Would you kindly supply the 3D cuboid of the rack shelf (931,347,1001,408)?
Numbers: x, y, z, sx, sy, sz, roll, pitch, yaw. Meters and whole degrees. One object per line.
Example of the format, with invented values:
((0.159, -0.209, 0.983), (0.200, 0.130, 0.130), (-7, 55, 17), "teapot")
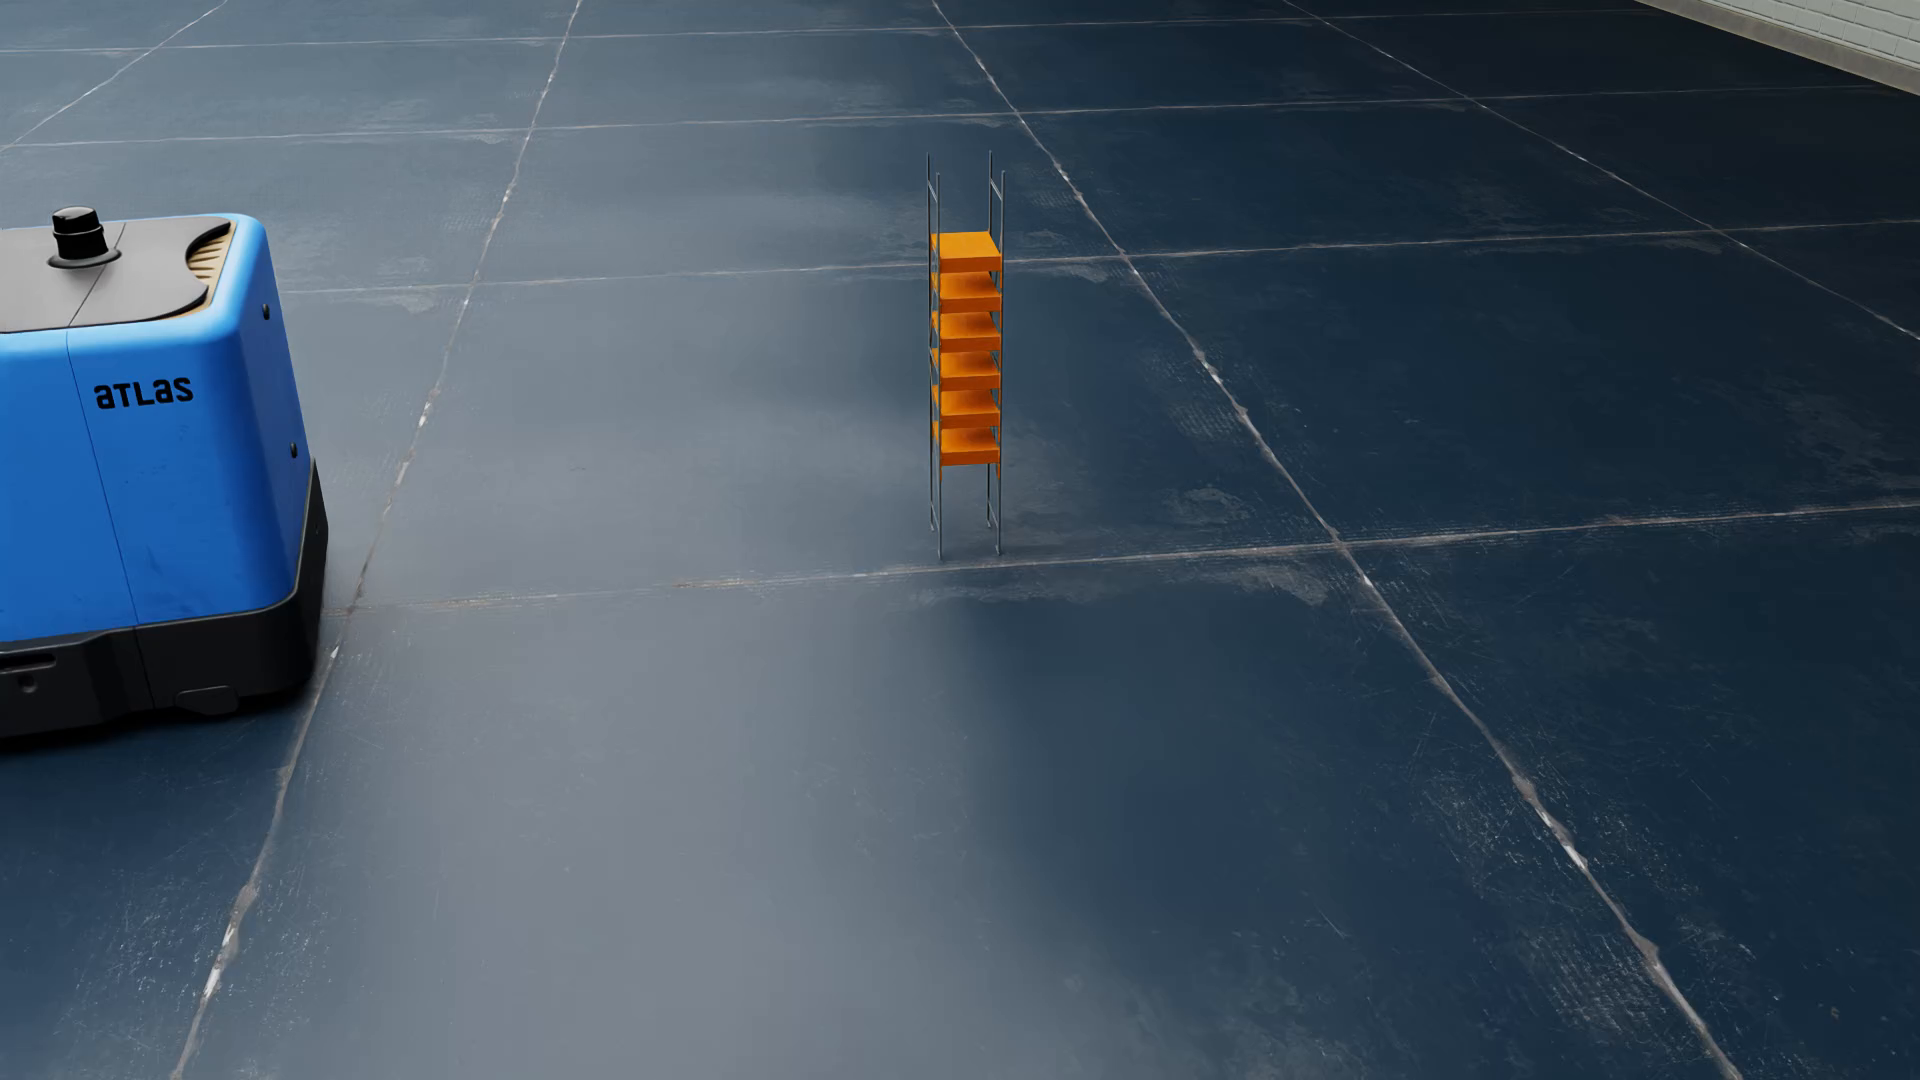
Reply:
((0.014, -0.495, 4.998), (0.180, 0.103, 0.258), (-4, 27, -7), "rack shelf")

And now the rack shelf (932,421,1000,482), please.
((0.014, -0.282, 5.108), (0.180, 0.103, 0.258), (-4, 27, -7), "rack shelf")

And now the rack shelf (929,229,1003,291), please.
((0.014, -0.816, 4.834), (0.180, 0.103, 0.258), (-4, 27, -7), "rack shelf")

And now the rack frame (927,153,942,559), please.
((-0.076, -0.529, 4.967), (0.006, 1.200, 0.240), (-4, 27, -7), "rack frame")

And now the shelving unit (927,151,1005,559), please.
((0.014, -0.535, 4.978), (0.189, 1.200, 0.258), (-4, 27, -7), "shelving unit")

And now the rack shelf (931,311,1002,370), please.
((0.014, -0.602, 4.943), (0.180, 0.103, 0.258), (-4, 27, -7), "rack shelf")

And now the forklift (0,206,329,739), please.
((-3.293, -0.892, 3.779), (3.031, 2.935, 1.130), (-8, 28, -14), "forklift")

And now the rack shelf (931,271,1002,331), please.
((0.014, -0.709, 4.889), (0.180, 0.103, 0.258), (-4, 27, -7), "rack shelf")

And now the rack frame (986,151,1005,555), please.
((0.105, -0.541, 4.989), (0.006, 1.200, 0.240), (-4, 27, -7), "rack frame")

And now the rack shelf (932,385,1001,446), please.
((0.014, -0.388, 5.053), (0.180, 0.103, 0.258), (-4, 27, -7), "rack shelf")
